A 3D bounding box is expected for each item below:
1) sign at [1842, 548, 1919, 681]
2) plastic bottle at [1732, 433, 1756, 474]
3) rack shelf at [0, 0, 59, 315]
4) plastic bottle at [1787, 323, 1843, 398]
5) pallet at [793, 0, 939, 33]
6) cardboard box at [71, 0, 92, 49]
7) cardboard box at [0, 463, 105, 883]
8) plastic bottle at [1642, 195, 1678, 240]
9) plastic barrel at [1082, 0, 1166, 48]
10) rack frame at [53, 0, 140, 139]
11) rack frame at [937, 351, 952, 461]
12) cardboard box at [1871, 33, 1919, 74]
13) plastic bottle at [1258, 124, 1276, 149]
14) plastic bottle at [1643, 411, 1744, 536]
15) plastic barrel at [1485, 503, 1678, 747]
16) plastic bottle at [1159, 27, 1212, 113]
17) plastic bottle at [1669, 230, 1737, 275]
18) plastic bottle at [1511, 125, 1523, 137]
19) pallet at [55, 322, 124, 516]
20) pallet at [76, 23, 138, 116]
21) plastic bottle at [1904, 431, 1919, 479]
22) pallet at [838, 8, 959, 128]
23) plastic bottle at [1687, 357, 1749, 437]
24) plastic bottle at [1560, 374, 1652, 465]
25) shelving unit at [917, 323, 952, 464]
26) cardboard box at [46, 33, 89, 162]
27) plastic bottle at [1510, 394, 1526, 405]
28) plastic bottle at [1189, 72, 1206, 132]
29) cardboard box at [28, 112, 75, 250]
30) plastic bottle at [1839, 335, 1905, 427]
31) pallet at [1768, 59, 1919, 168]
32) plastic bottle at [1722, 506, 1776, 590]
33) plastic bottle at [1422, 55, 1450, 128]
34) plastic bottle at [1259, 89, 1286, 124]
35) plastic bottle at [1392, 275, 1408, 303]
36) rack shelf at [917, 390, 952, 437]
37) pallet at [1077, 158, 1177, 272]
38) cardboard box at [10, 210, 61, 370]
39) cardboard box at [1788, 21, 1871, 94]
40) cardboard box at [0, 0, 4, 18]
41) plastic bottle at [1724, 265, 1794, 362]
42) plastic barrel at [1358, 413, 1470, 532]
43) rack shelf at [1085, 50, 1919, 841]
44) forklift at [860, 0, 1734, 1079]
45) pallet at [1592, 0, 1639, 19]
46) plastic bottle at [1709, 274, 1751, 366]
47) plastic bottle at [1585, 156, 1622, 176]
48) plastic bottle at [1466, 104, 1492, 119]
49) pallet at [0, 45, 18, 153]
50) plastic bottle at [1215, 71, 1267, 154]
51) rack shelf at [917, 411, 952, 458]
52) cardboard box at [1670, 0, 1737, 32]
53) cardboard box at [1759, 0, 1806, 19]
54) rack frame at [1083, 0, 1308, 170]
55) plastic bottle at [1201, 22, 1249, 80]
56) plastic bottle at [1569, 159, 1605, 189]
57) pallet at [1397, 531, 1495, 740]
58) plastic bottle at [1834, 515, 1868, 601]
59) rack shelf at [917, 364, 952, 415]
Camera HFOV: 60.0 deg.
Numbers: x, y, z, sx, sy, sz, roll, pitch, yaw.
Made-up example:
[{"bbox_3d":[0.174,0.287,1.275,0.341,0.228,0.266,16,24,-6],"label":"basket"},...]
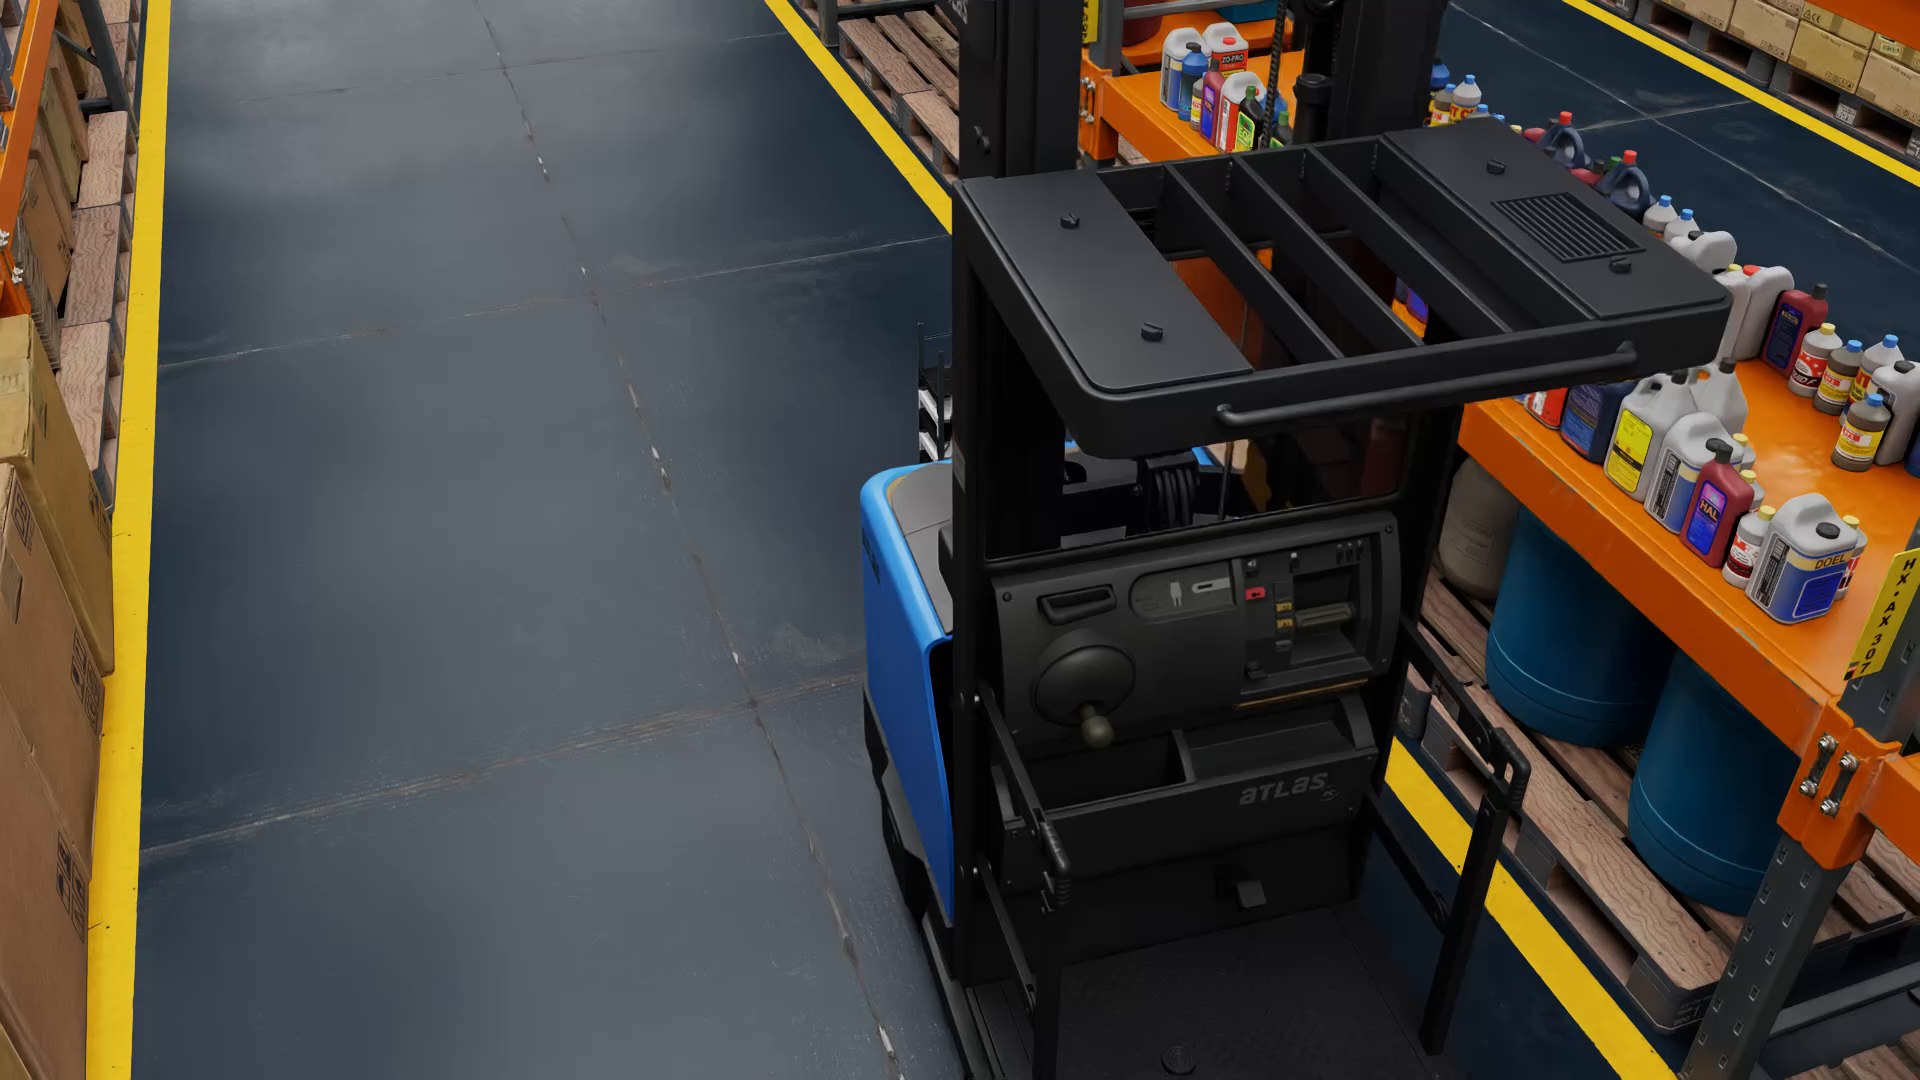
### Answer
[{"bbox_3d":[1.857,0.149,3.329,0.100,0.325,0.005,-12,39,-16],"label":"sign"},{"bbox_3d":[1.920,-0.172,4.151,0.097,0.201,0.097,0,37,0],"label":"plastic bottle"},{"bbox_3d":[-4.341,-1.930,6.917,1.077,0.370,4.000,-12,39,-16],"label":"rack shelf"},{"bbox_3d":[2.365,-0.502,4.589,0.097,0.201,0.097,0,37,0],"label":"plastic bottle"},{"bbox_3d":[-0.571,-3.647,10.916,1.003,0.211,1.213,-12,39,-16],"label":"pallet"},{"bbox_3d":[-5.334,-3.073,9.565,0.500,0.500,0.500,-1,37,-1],"label":"cardboard box"},{"bbox_3d":[-3.136,0.493,4.520,1.225,0.875,0.875,-12,39,-16],"label":"cardboard box"},{"bbox_3d":[2.126,-0.923,5.089,0.097,0.271,0.097,0,37,0],"label":"plastic bottle"},{"bbox_3d":[0.553,-2.367,6.786,0.600,0.536,0.708,-12,39,-16],"label":"plastic barrel"},{"bbox_3d":[-5.030,-3.347,8.201,1.000,3.000,0.127,-12,39,-16],"label":"rack frame"},{"bbox_3d":[0.038,-0.297,5.897,0.240,0.900,0.006,-12,39,-16],"label":"rack frame"},{"bbox_3d":[5.238,-2.675,8.778,0.500,0.311,0.500,-11,38,-15],"label":"cardboard box"},{"bbox_3d":[1.062,-1.314,5.667,0.097,0.201,0.097,0,37,0],"label":"plastic bottle"},{"bbox_3d":[1.809,-0.166,4.080,0.152,0.276,0.135,-12,39,-16],"label":"plastic bottle"},{"bbox_3d":[1.959,0.106,5.011,0.600,0.901,0.708,-12,39,-16],"label":"plastic barrel"},{"bbox_3d":[0.843,-1.752,6.186,0.152,0.276,0.135,-12,39,-16],"label":"plastic bottle"},{"bbox_3d":[2.174,-0.798,4.920,0.152,0.276,0.135,-12,39,-16],"label":"plastic bottle"},{"bbox_3d":[1.874,-1.309,5.660,0.097,0.201,0.097,0,37,0],"label":"plastic bottle"},{"bbox_3d":[-3.921,-0.415,6.626,1.003,0.211,1.213,-12,39,-16],"label":"pallet"},{"bbox_3d":[-5.294,-2.605,9.533,1.003,0.211,1.213,-12,39,-16],"label":"pallet"},{"bbox_3d":[2.512,-0.289,4.248,0.097,0.271,0.097,0,37,0],"label":"plastic bottle"},{"bbox_3d":[-0.072,-2.823,9.823,1.003,0.211,1.213,-12,39,-16],"label":"pallet"},{"bbox_3d":[1.886,-0.315,4.216,0.144,0.351,0.185,-12,39,-16],"label":"plastic bottle"},{"bbox_3d":[1.687,-0.390,4.315,0.144,0.351,0.185,-12,39,-16],"label":"plastic bottle"},{"bbox_3d":[0.003,-0.355,5.973,0.258,0.900,0.210,-12,39,-16],"label":"shelving unit"},{"bbox_3d":[-4.838,-2.173,8.354,0.700,0.500,0.500,-15,40,-19],"label":"cardboard box"},{"bbox_3d":[1.589,-0.527,4.559,0.152,0.276,0.135,-12,39,-16],"label":"plastic bottle"},{"bbox_3d":[0.891,-1.596,6.041,0.097,0.201,0.097,0,37,0],"label":"plastic bottle"},{"bbox_3d":[-4.499,-1.584,7.571,0.700,0.500,0.500,-16,40,-20],"label":"cardboard box"},{"bbox_3d":[2.432,-0.420,4.422,0.097,0.271,0.097,0,37,0],"label":"plastic bottle"},{"bbox_3d":[5.403,-2.496,9.388,1.003,0.211,1.213,-12,39,-16],"label":"pallet"},{"bbox_3d":[1.869,0.010,3.908,0.097,0.201,0.097,0,37,0],"label":"plastic bottle"},{"bbox_3d":[1.706,-1.612,6.004,0.097,0.271,0.097,0,37,0],"label":"plastic bottle"},{"bbox_3d":[1.073,-1.430,5.763,0.097,0.271,0.097,0,37,0],"label":"plastic bottle"},{"bbox_3d":[1.371,-0.907,5.003,0.144,0.351,0.185,-12,39,-16],"label":"plastic bottle"},{"bbox_3d":[0.003,-0.472,5.885,0.258,0.077,0.200,-12,39,-16],"label":"rack shelf"},{"bbox_3d":[0.767,-1.445,7.993,1.003,0.211,1.213,-12,39,-16],"label":"pallet"},{"bbox_3d":[-4.105,-0.950,6.730,0.700,0.500,0.500,-16,40,-20],"label":"cardboard box"},{"bbox_3d":[5.059,-2.743,9.335,0.500,0.250,0.500,-13,39,-16],"label":"cardboard box"},{"bbox_3d":[-4.014,-2.190,6.440,0.500,0.250,0.500,-14,39,-17],"label":"cardboard box"},{"bbox_3d":[2.254,-0.667,4.746,0.152,0.276,0.135,-12,39,-16],"label":"plastic bottle"},{"bbox_3d":[1.570,-0.407,5.952,0.600,0.588,0.708,-12,39,-16],"label":"plastic barrel"},{"bbox_3d":[1.686,-0.696,5.279,1.077,0.370,4.000,-12,39,-16],"label":"rack shelf"},{"bbox_3d":[0.588,0.269,3.457,1.130,2.935,3.031,-10,38,-12],"label":"forklift"},{"bbox_3d":[4.563,-3.874,11.218,1.003,0.211,1.213,-12,39,-16],"label":"pallet"},{"bbox_3d":[2.111,-0.636,4.704,0.152,0.276,0.135,-12,39,-16],"label":"plastic bottle"},{"bbox_3d":[2.040,-1.101,5.315,0.061,0.283,0.133,-12,39,-16],"label":"plastic bottle"},{"bbox_3d":[1.807,-1.419,5.806,0.097,0.201,0.097,0,37,0],"label":"plastic bottle"},{"bbox_3d":[-3.998,-1.391,5.764,1.213,0.211,1.003,-12,39,-16],"label":"pallet"},{"bbox_3d":[1.002,-1.491,5.839,0.152,0.276,0.135,-12,39,-16],"label":"plastic bottle"},{"bbox_3d":[0.003,-0.400,5.939,0.258,0.077,0.200,-12,39,-16],"label":"rack shelf"},{"bbox_3d":[4.709,-3.318,10.098,0.500,0.250,0.500,-12,39,-15],"label":"cardboard box"},{"bbox_3d":[4.882,-3.253,9.545,0.500,0.311,0.500,-13,39,-16],"label":"cardboard box"},{"bbox_3d":[0.997,-2.113,6.562,1.000,3.000,0.127,-12,39,-16],"label":"rack frame"},{"bbox_3d":[0.986,-1.784,6.228,0.152,0.276,0.135,-12,39,-16],"label":"plastic bottle"},{"bbox_3d":[1.983,-1.088,5.298,0.061,0.283,0.133,-12,39,-16],"label":"plastic bottle"},{"bbox_3d":[1.724,0.126,5.908,1.003,0.211,1.213,-12,39,-16],"label":"pallet"},{"bbox_3d":[2.045,0.034,3.877,0.097,0.201,0.097,0,37,0],"label":"plastic bottle"},{"bbox_3d":[0.003,-0.544,5.831,0.258,0.077,0.200,-12,39,-16],"label":"rack shelf"}]
